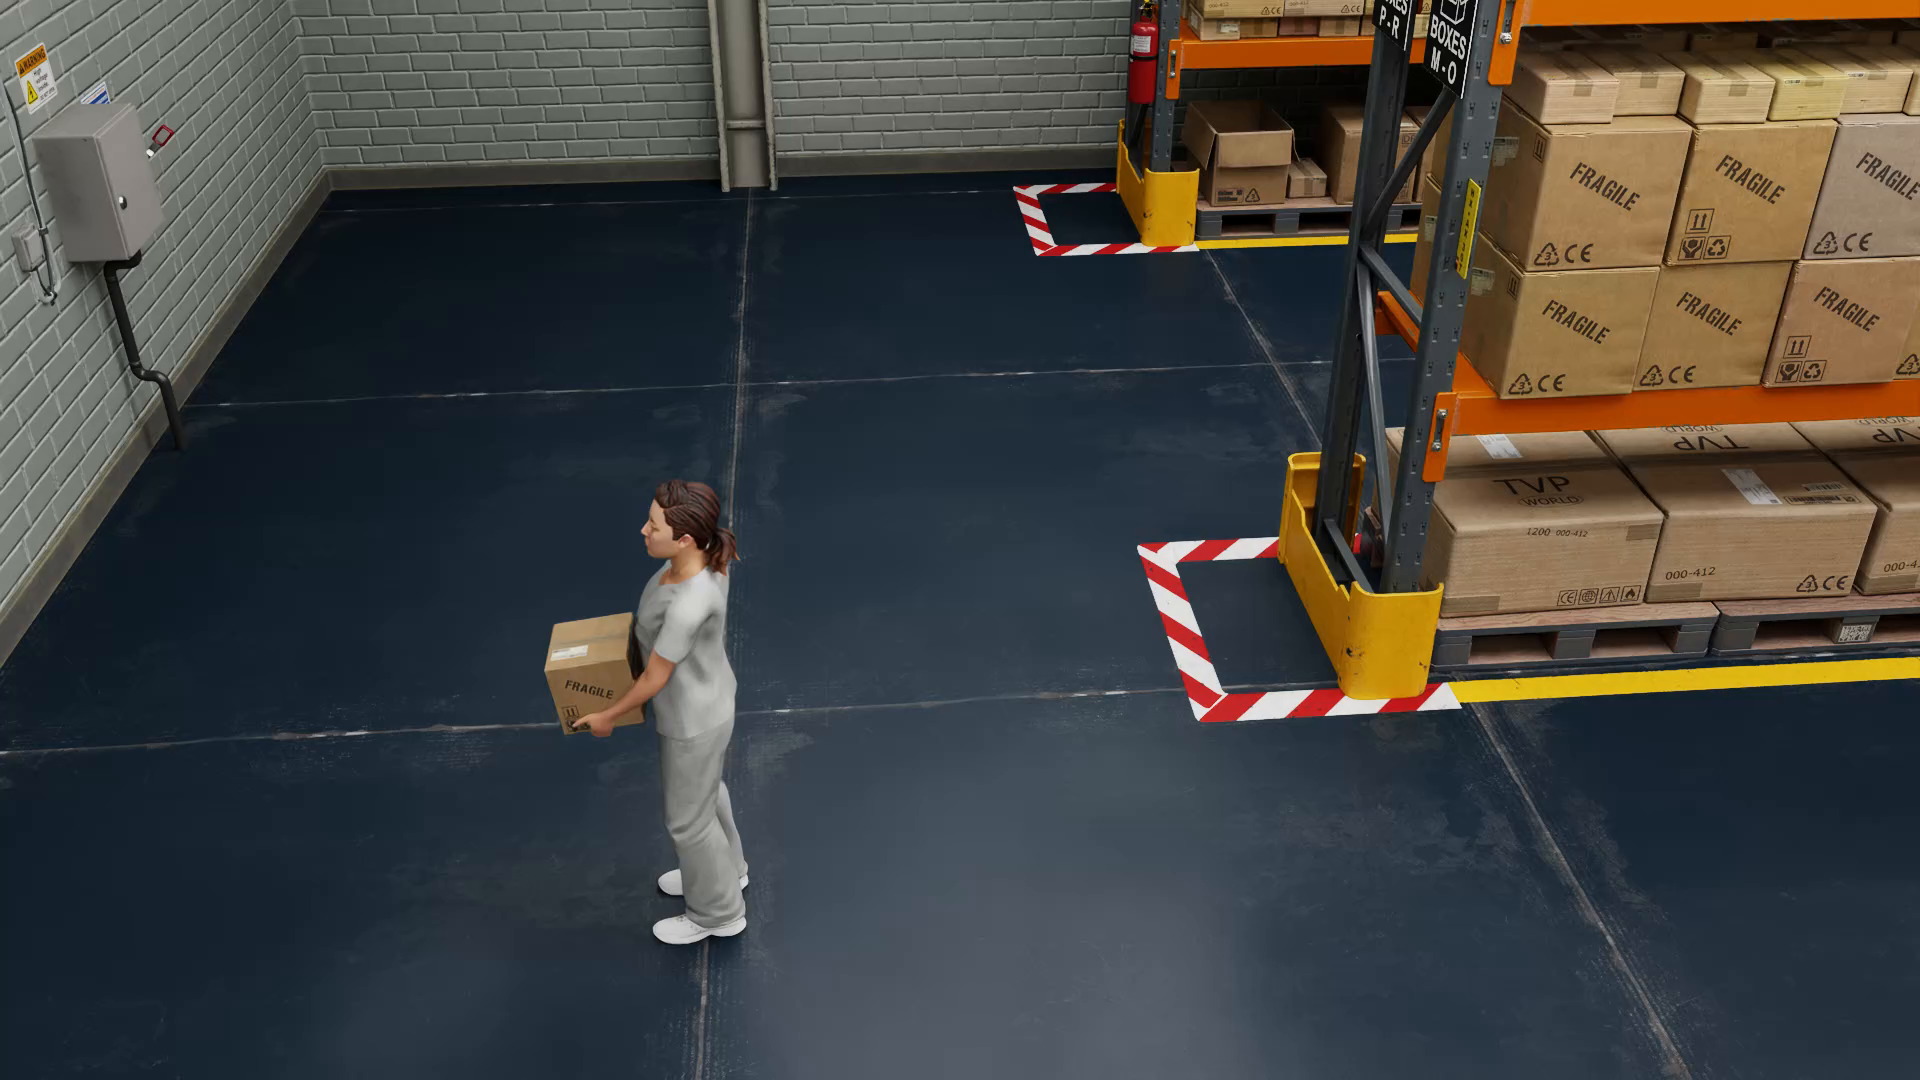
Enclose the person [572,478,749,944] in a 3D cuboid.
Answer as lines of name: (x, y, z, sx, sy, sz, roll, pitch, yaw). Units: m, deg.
person: (-0.922, 0.552, 5.237, 0.545, 1.666, 0.431, -3, 31, -5)
